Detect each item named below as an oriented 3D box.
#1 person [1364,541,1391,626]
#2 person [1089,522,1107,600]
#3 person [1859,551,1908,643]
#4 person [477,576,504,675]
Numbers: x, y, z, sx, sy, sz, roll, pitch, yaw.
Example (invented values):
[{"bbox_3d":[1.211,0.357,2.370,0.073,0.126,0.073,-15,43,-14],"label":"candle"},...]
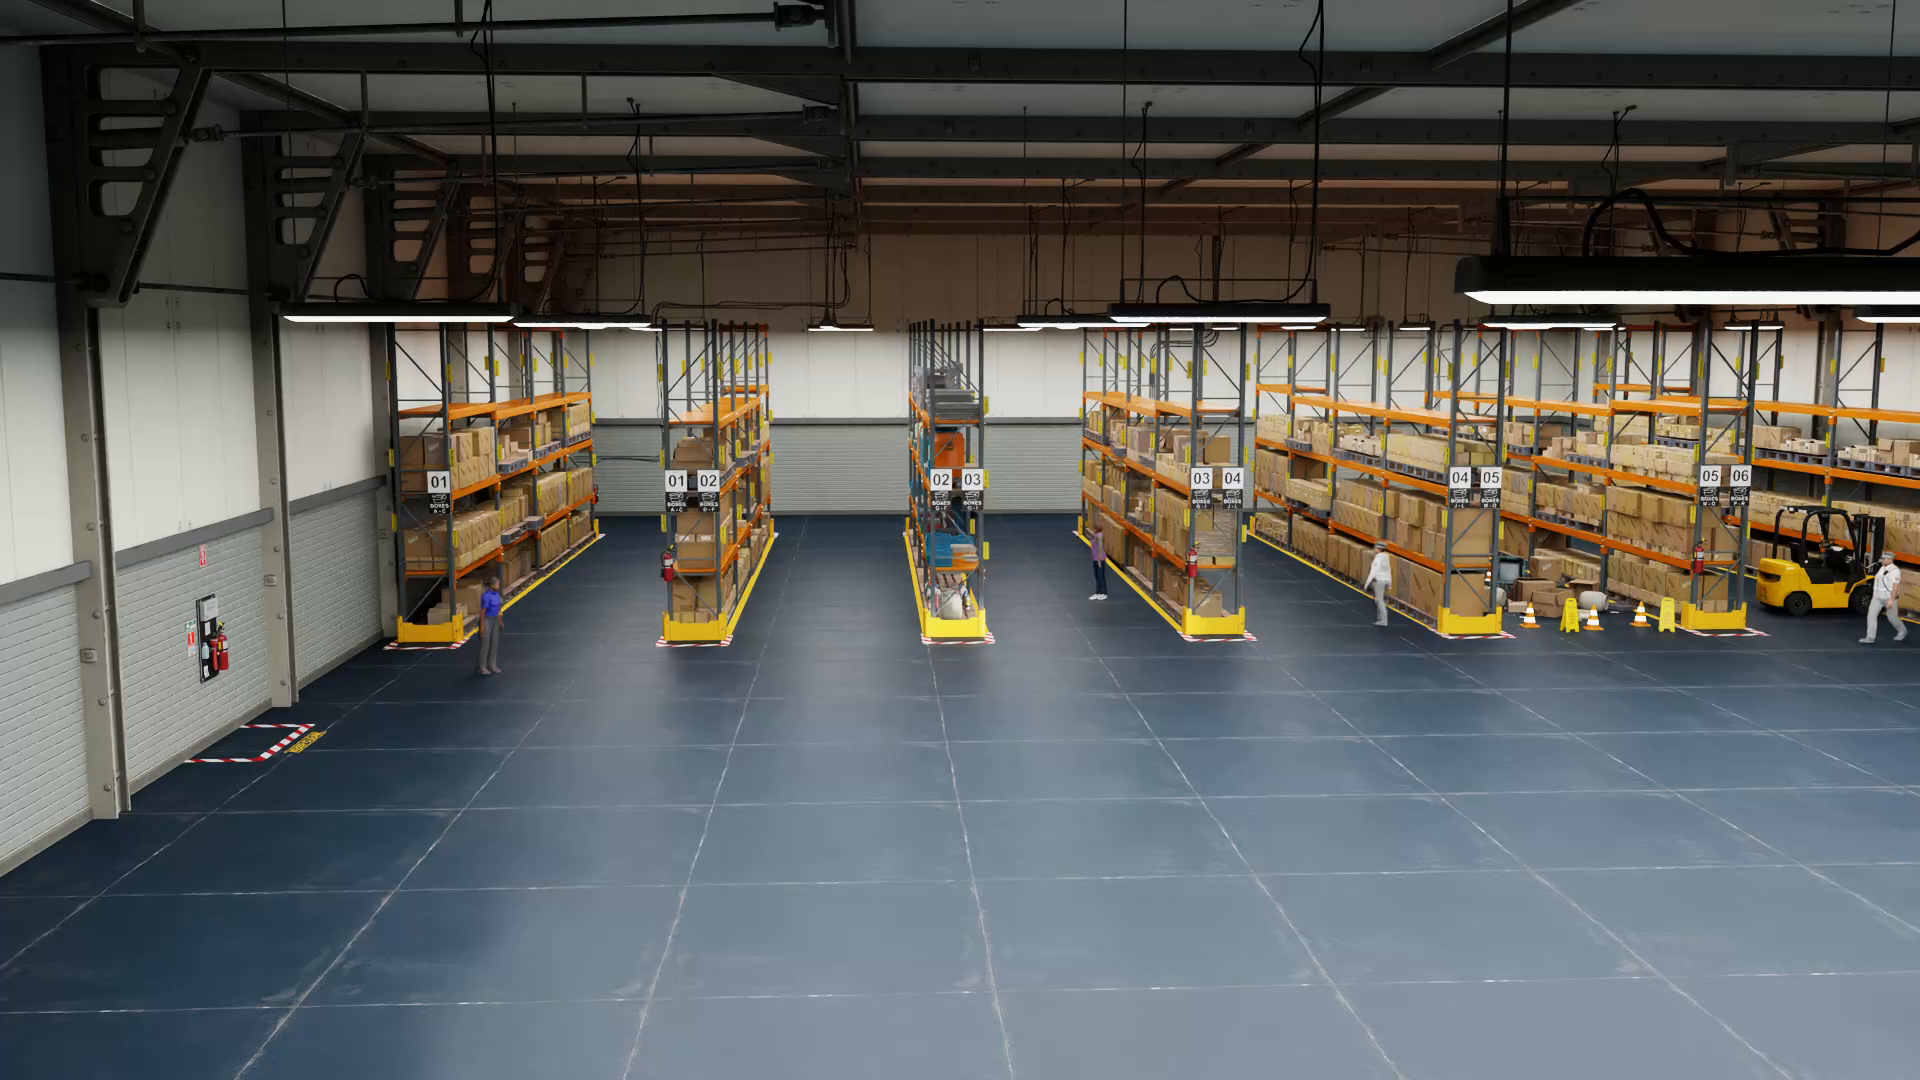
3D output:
[{"bbox_3d":[8.276,0.877,32.717,0.602,1.735,0.459,-6,9,-39],"label":"person"},{"bbox_3d":[2.846,0.427,34.141,0.369,1.621,0.473,-2,7,-17],"label":"person"},{"bbox_3d":[17.201,1.055,30.839,0.993,1.724,0.510,-4,8,-30],"label":"person"},{"bbox_3d":[-7.977,1.483,28.168,0.391,1.570,0.498,2,7,14],"label":"person"}]
